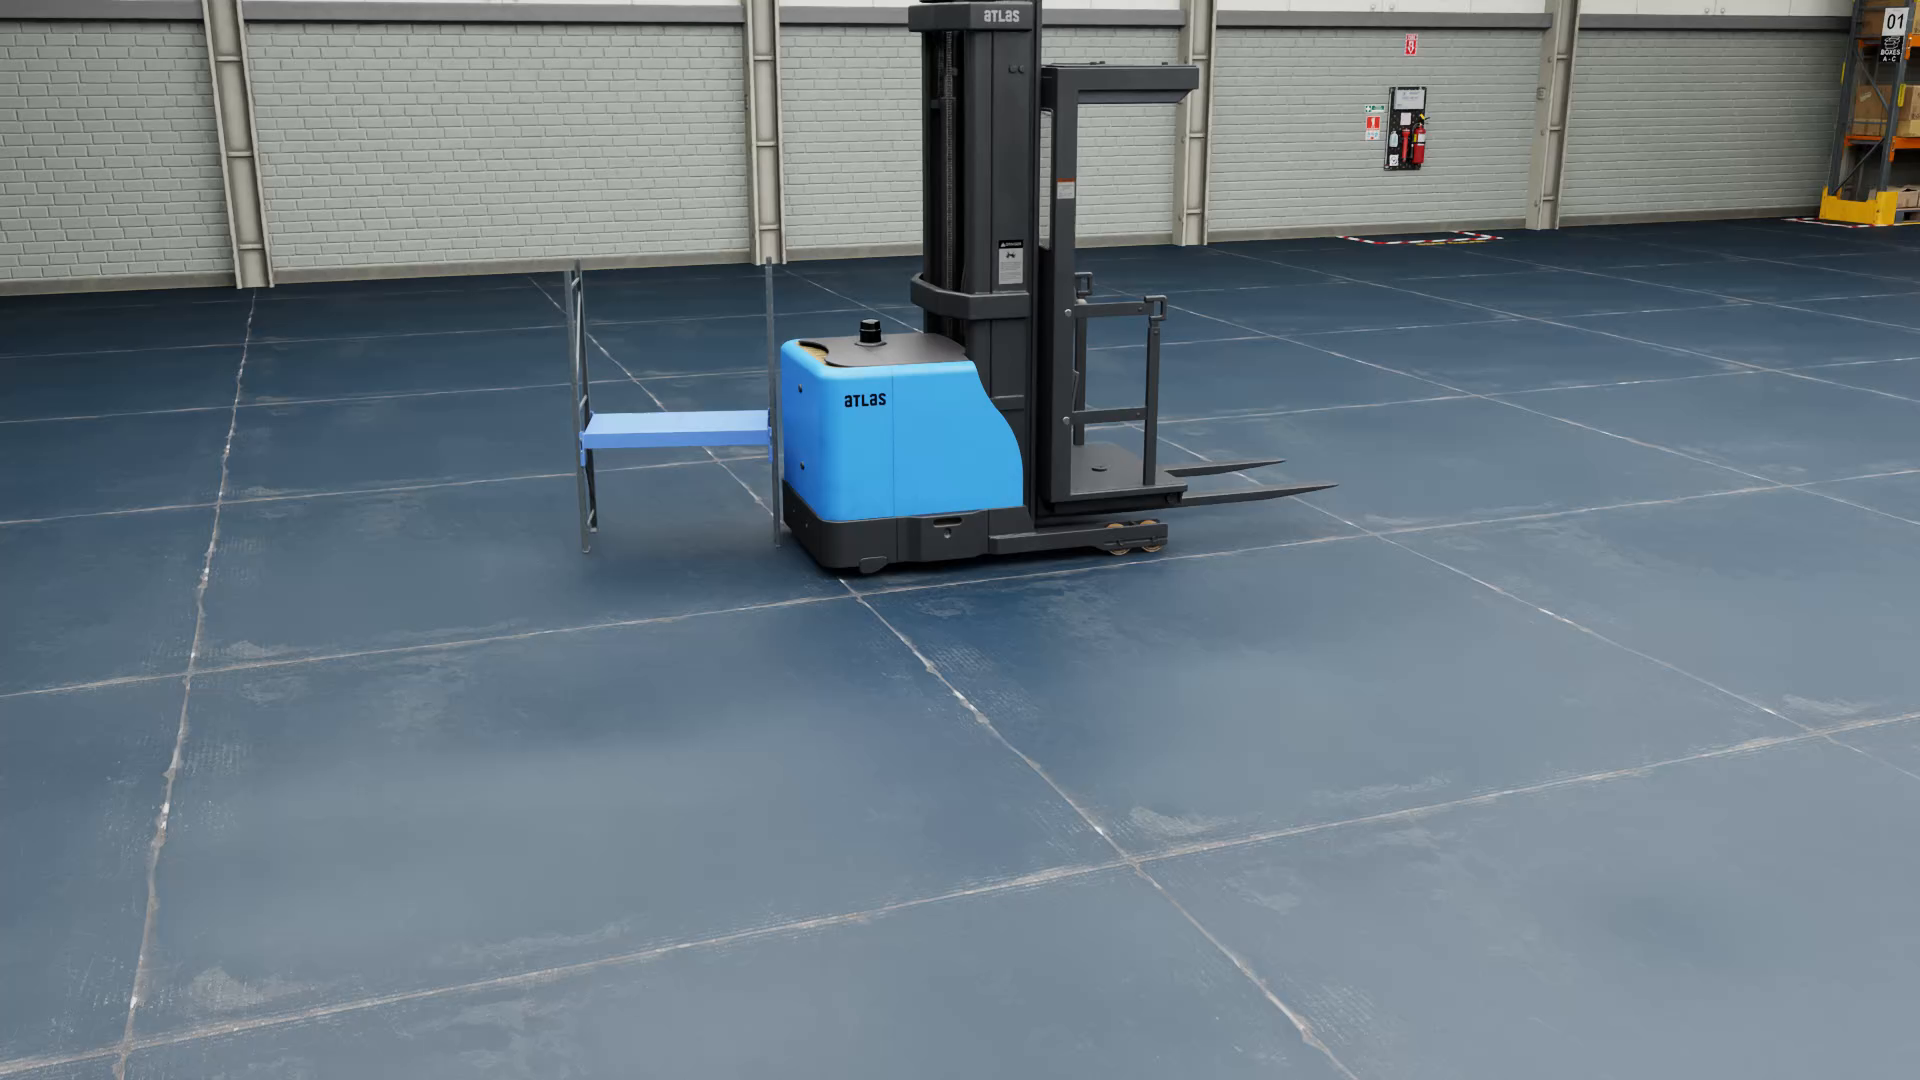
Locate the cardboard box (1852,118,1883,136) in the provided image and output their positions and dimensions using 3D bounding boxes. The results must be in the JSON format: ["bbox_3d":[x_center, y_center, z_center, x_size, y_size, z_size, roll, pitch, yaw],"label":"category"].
[{"bbox_3d":[14.409,-6.490,26.107,0.500,0.250,0.500,-6,17,-19],"label":"cardboard box"}]

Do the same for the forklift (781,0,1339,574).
[{"bbox_3d":[0.596,-1.461,8.873,3.031,2.935,1.130,-5,17,-17],"label":"forklift"}]

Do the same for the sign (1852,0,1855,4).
[{"bbox_3d":[13.862,-8.467,25.711,0.005,0.325,0.100,-6,17,-20],"label":"sign"}]

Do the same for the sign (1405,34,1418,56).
[{"bbox_3d":[6.419,-7.046,23.655,0.199,0.298,0.001,-6,17,-20],"label":"sign"}]

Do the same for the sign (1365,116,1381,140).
[{"bbox_3d":[5.909,-5.897,23.793,0.234,0.329,0.001,-6,17,-20],"label":"sign"}]

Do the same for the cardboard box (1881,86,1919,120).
[{"bbox_3d":[14.595,-6.721,25.562,0.500,0.500,0.500,-6,17,-20],"label":"cardboard box"}]

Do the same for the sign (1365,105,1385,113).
[{"bbox_3d":[5.916,-6.150,23.712,0.331,0.109,0.001,-6,17,-20],"label":"sign"}]

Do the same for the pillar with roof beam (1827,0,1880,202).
[{"bbox_3d":[15.926,-8.498,22.067,0.400,9.000,9.100,-6,17,-20],"label":"pillar with roof beam"}]

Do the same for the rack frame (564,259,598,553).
[{"bbox_3d":[-2.022,-0.718,8.883,0.032,1.500,0.500,-2,16,-6],"label":"rack frame"}]

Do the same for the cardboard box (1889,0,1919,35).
[{"bbox_3d":[14.443,-7.919,25.206,0.500,0.500,0.500,-6,17,-19],"label":"cardboard box"}]

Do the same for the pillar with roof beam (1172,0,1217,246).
[{"bbox_3d":[4.721,-7.289,17.947,0.400,9.000,9.100,-6,17,-20],"label":"pillar with roof beam"}]

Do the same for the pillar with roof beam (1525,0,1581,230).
[{"bbox_3d":[10.323,-7.894,20.007,0.400,9.000,9.100,-6,17,-20],"label":"pillar with roof beam"}]

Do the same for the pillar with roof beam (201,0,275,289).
[{"bbox_3d":[-6.485,-6.079,13.827,0.400,9.000,9.100,-6,17,-20],"label":"pillar with roof beam"}]

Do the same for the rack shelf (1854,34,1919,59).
[{"bbox_3d":[15.909,-7.750,26.120,4.000,0.370,1.077,-6,17,-20],"label":"rack shelf"}]

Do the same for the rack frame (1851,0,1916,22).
[{"bbox_3d":[14.042,-9.333,24.909,0.127,3.000,1.000,-6,17,-20],"label":"rack frame"}]

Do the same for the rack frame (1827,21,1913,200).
[{"bbox_3d":[14.042,-6.455,25.754,0.127,3.000,1.000,-6,17,-20],"label":"rack frame"}]

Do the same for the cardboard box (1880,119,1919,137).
[{"bbox_3d":[14.611,-6.358,25.656,0.500,0.250,0.500,-7,18,-22],"label":"cardboard box"}]

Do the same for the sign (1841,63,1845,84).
[{"bbox_3d":[13.862,-7.310,26.051,0.005,0.325,0.100,-6,17,-20],"label":"sign"}]

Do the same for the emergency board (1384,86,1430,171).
[{"bbox_3d":[6.462,-5.909,23.895,0.643,1.169,0.194,-6,17,-20],"label":"emergency board"}]

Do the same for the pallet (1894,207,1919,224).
[{"bbox_3d":[14.884,-5.197,26.421,1.213,0.211,1.003,-6,17,-20],"label":"pallet"}]

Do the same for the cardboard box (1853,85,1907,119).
[{"bbox_3d":[14.406,-6.855,26.019,0.500,0.500,0.500,-6,18,-21],"label":"cardboard box"}]

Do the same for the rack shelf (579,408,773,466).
[{"bbox_3d":[-1.516,-0.561,8.985,1.000,0.185,0.538,-2,16,-6],"label":"rack shelf"}]

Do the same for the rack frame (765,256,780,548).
[{"bbox_3d":[-1.011,-0.749,8.986,0.032,1.500,0.500,-2,16,-6],"label":"rack frame"}]

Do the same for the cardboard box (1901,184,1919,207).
[{"bbox_3d":[15.252,-5.479,26.424,0.500,0.311,0.500,-5,17,-15],"label":"cardboard box"}]

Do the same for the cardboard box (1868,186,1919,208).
[{"bbox_3d":[14.720,-5.422,26.228,0.500,0.311,0.500,-8,18,-26],"label":"cardboard box"}]

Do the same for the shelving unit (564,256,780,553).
[{"bbox_3d":[-1.516,-0.734,8.935,1.048,1.500,0.538,-2,16,-6],"label":"shelving unit"}]

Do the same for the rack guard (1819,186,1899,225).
[{"bbox_3d":[14.113,-5.263,26.133,0.348,0.500,1.175,-6,17,-20],"label":"rack guard"}]

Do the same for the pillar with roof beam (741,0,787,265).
[{"bbox_3d":[-0.882,-6.684,15.887,0.400,9.000,9.100,-6,17,-20],"label":"pillar with roof beam"}]

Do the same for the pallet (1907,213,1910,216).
[{"bbox_3d":[16.021,-5.319,26.836,1.213,0.211,1.003,-6,17,-20],"label":"pallet"}]

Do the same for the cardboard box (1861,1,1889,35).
[{"bbox_3d":[14.341,-8.060,25.685,0.500,0.500,0.500,-5,17,-16],"label":"cardboard box"}]

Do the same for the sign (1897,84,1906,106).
[{"bbox_3d":[14.236,-6.727,25.146,0.005,0.325,0.100,-6,17,-20],"label":"sign"}]

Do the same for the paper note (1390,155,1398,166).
[{"bbox_3d":[6.272,-5.486,24.021,0.142,0.148,0.016,-6,17,-20],"label":"paper note"}]

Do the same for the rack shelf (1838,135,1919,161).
[{"bbox_3d":[15.909,-6.311,26.542,4.000,0.370,1.077,-6,17,-20],"label":"rack shelf"}]

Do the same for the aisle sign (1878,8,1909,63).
[{"bbox_3d":[14.082,-7.616,25.095,0.004,0.787,0.394,-6,17,-20],"label":"aisle sign"}]

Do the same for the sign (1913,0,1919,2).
[{"bbox_3d":[14.236,-8.170,24.722,0.005,0.325,0.100,-6,17,-20],"label":"sign"}]
